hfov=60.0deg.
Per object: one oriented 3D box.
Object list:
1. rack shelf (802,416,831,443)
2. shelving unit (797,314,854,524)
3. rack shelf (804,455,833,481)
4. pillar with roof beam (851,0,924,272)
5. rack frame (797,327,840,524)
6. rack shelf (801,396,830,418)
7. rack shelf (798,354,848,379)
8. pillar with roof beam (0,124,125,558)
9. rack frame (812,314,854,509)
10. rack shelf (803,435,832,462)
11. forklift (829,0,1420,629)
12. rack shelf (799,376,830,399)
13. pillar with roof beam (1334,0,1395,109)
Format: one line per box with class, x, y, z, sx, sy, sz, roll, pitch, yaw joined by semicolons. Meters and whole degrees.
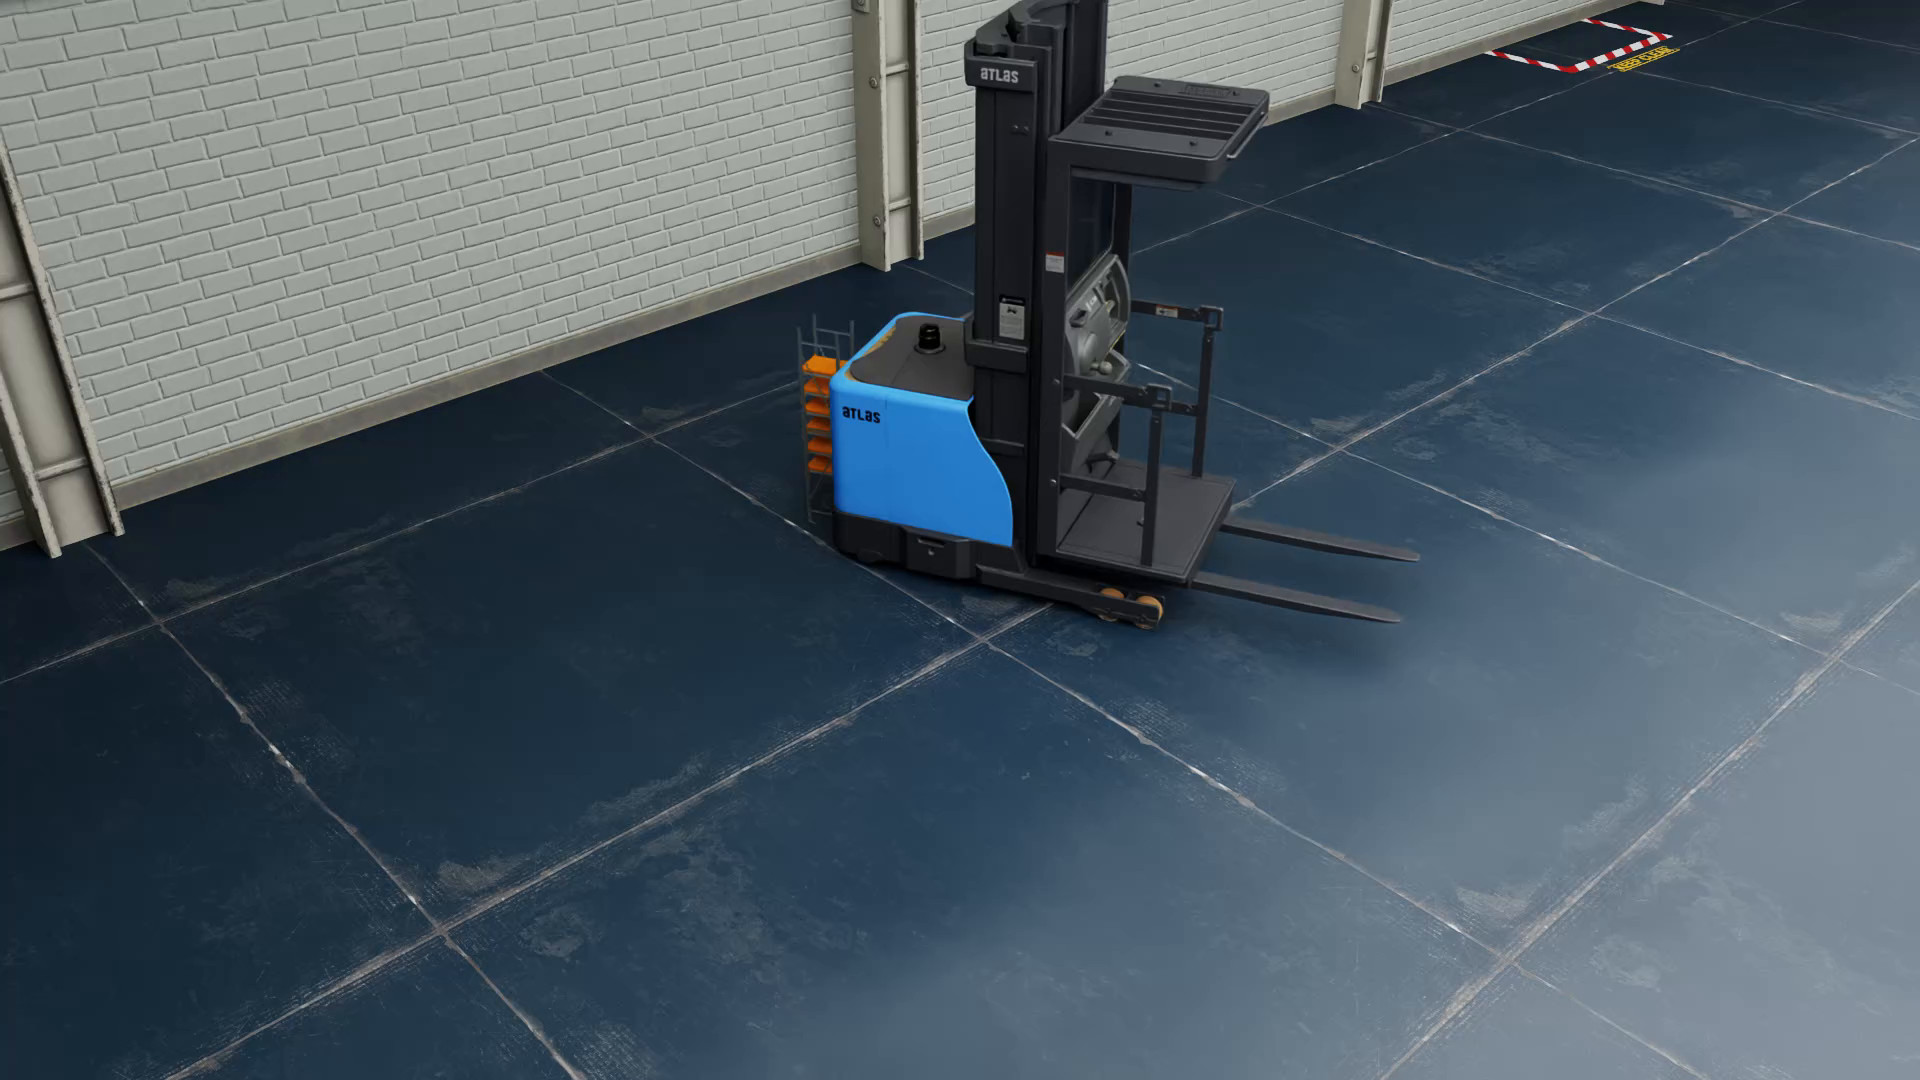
rack shelf;-0.715;-0.596;9.159;0.258;0.103;0.180;12;33;18
shelving unit;-0.715;-0.634;9.136;0.258;1.200;0.189;12;33;18
rack shelf;-0.714;-0.391;9.284;0.258;0.103;0.180;12;33;18
pillar with roof beam;2.403;-4.348;7.734;0.400;9.000;9.100;-26;40;-35
rack frame;-0.748;-0.589;9.063;0.240;1.200;0.006;12;33;18
rack shelf;-0.715;-0.698;9.097;0.258;0.103;0.180;12;33;18
rack shelf;-0.715;-0.903;8.972;0.258;0.103;0.180;12;33;18
pillar with roof beam;-1.996;-2.220;4.254;0.400;9.000;9.100;-26;40;-35
rack frame;-0.681;-0.678;9.209;0.240;1.200;0.006;12;33;18
rack shelf;-0.714;-0.494;9.222;0.258;0.103;0.180;12;33;18
forklift;0.876;-1.111;8.257;3.031;2.935;1.130;12;33;18
rack shelf;-0.715;-0.801;9.034;0.258;0.103;0.180;12;33;18
pillar with roof beam;6.803;-6.476;11.215;0.400;9.000;9.100;-26;40;-35
